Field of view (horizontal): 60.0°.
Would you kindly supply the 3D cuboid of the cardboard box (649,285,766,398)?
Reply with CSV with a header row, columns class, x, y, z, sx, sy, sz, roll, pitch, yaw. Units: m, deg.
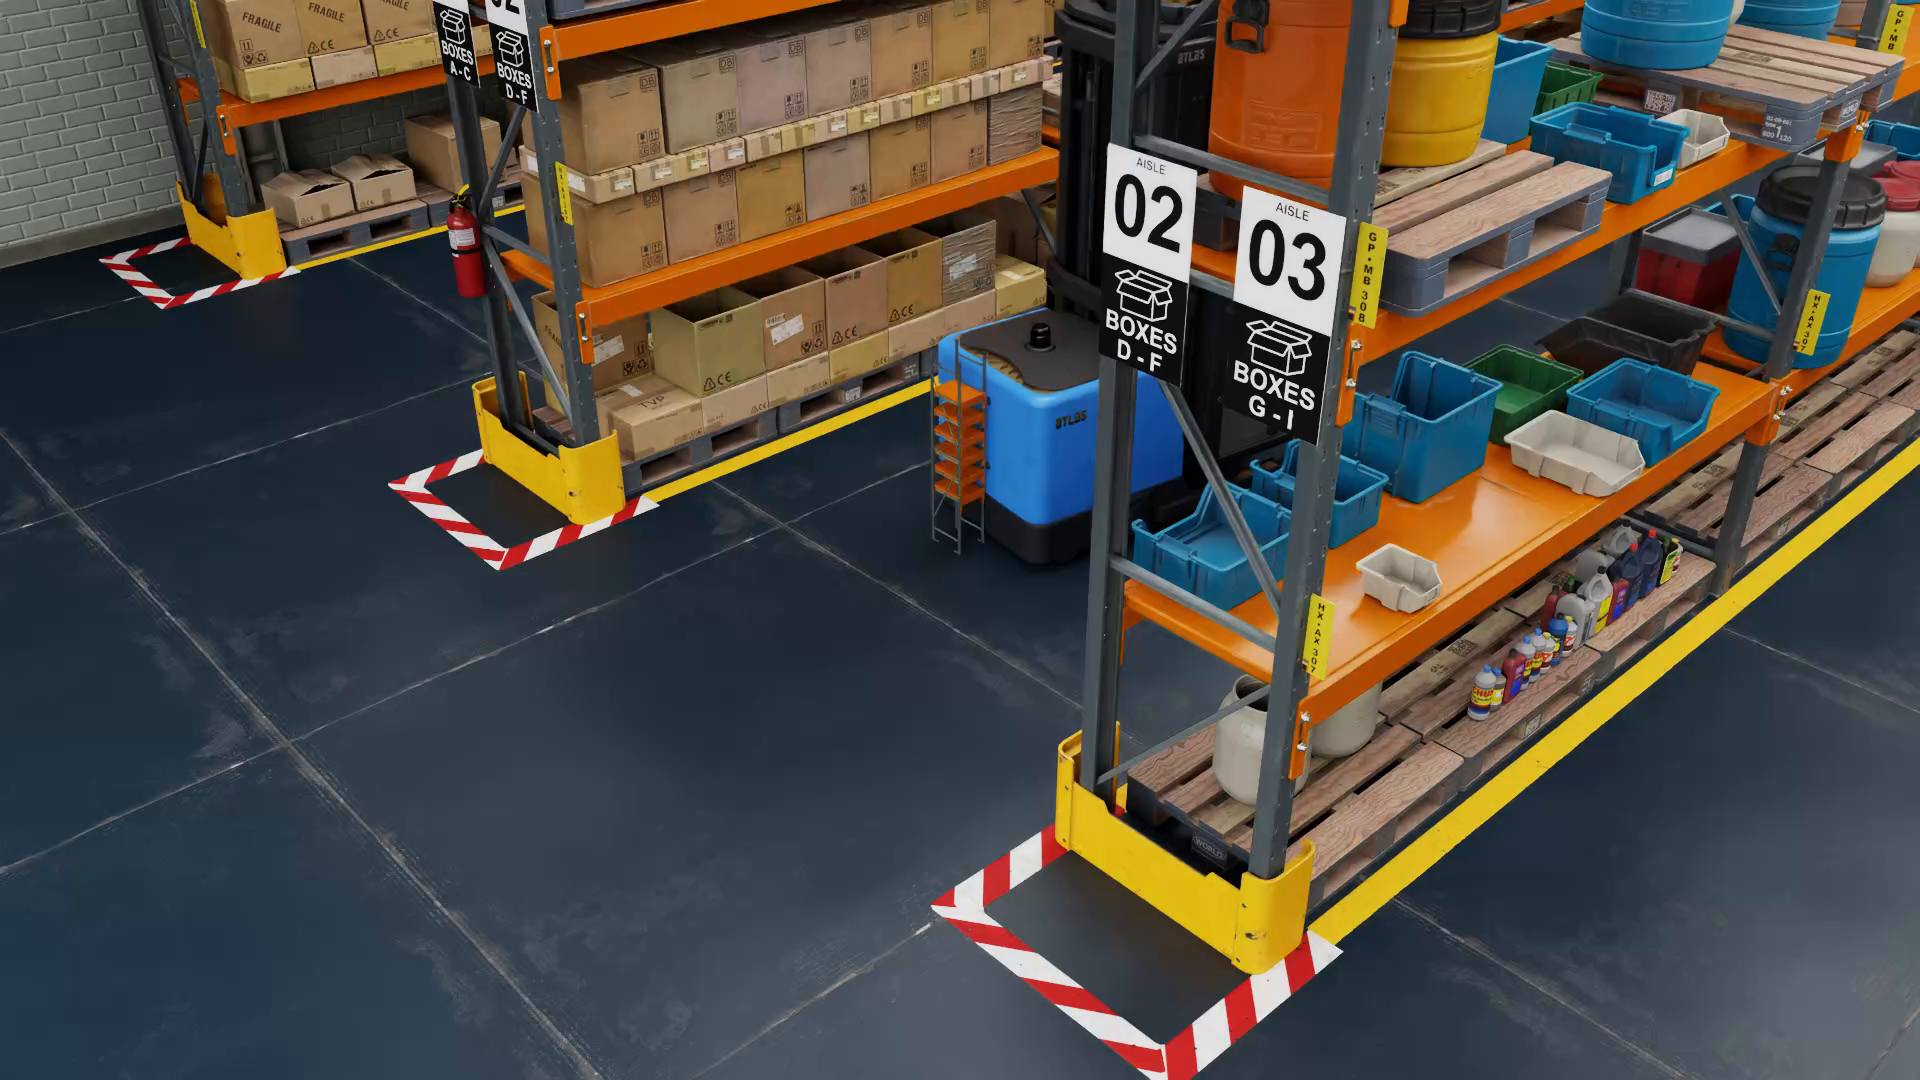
class,x,y,z,sx,sy,sz,roll,pitch,yaw
cardboard box,-1.559,-1.255,10.275,0.500,0.500,0.500,-26,40,-35

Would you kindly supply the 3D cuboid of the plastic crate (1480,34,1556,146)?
class,x,y,z,sx,sy,sz,roll,pitch,yaw
plastic crate,2.090,-1.814,6.815,0.575,0.384,0.392,-26,40,-35

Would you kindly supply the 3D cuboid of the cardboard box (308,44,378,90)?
class,x,y,z,sx,sy,sz,roll,pitch,yaw
cardboard box,-4.895,-3.725,12.925,0.500,0.250,0.500,-27,41,-37

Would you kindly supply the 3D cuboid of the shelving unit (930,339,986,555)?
class,x,y,z,sx,sy,sz,roll,pitch,yaw
shelving unit,-0.011,-0.507,9.263,0.189,1.200,0.258,-26,40,-35

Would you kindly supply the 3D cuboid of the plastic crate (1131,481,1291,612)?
class,x,y,z,sx,sy,sz,roll,pitch,yaw
plastic crate,1.060,0.022,6.815,0.616,0.251,0.499,-26,40,-35

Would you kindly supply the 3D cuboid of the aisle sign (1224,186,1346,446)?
class,x,y,z,sx,sy,sz,roll,pitch,yaw
aisle sign,1.042,-0.721,5.396,0.004,0.787,0.394,-26,40,-35

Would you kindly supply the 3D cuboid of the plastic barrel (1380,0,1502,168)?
class,x,y,z,sx,sy,sz,roll,pitch,yaw
plastic barrel,1.646,-1.741,6.099,0.600,0.588,0.600,0,31,0

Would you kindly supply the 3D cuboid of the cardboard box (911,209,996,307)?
class,x,y,z,sx,sy,sz,roll,pitch,yaw
cardboard box,-0.102,-1.969,11.444,0.500,0.500,0.500,-26,40,-35

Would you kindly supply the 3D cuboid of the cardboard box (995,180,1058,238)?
class,x,y,z,sx,sy,sz,roll,pitch,yaw
cardboard box,0.566,-2.563,12.596,0.500,0.311,0.500,-26,40,-35

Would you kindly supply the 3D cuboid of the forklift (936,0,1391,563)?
class,x,y,z,sx,sy,sz,roll,pitch,yaw
forklift,1.364,-1.709,9.569,3.031,2.935,1.130,-20,37,-29

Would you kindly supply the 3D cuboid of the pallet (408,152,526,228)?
class,x,y,z,sx,sy,sz,roll,pitch,yaw
pallet,-4.270,-3.082,14.421,1.213,0.211,1.003,-26,40,-35

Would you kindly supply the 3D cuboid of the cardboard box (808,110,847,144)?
class,x,y,z,sx,sy,sz,roll,pitch,yaw
cardboard box,-0.907,-2.566,10.189,0.250,0.149,0.380,-25,40,-35

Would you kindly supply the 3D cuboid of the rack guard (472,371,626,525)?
class,x,y,z,sx,sy,sz,roll,pitch,yaw
rack guard,-2.487,-0.570,10.038,0.348,0.500,1.175,-26,40,-35

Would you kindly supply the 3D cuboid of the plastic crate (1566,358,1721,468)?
class,x,y,z,sx,sy,sz,roll,pitch,yaw
plastic crate,3.202,-0.608,7.846,0.616,0.251,0.499,-26,40,-35

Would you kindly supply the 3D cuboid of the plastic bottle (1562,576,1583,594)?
class,x,y,z,sx,sy,sz,roll,pitch,yaw
plastic bottle,3.087,0.294,8.410,0.133,0.283,0.061,-26,40,-35

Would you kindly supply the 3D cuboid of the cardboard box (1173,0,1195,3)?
class,x,y,z,sx,sy,sz,roll,pitch,yaw
cardboard box,2.571,-6.777,19.450,0.750,0.750,0.750,-25,40,-35

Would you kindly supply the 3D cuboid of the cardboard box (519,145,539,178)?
class,x,y,z,sx,sy,sz,roll,pitch,yaw
cardboard box,-2.319,-2.173,9.545,0.250,0.149,0.380,-27,40,-36

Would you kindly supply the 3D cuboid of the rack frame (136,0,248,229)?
class,x,y,z,sx,sy,sz,roll,pitch,yaw
rack frame,-5.840,-3.539,12.497,0.127,3.000,1.000,-26,40,-35

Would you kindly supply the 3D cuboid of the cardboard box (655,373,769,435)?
class,x,y,z,sx,sy,sz,roll,pitch,yaw
cardboard box,-1.561,-0.935,10.472,0.500,0.250,0.500,-26,40,-35

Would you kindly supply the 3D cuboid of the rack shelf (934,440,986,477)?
class,x,y,z,sx,sy,sz,roll,pitch,yaw
rack shelf,-0.011,-0.469,9.286,0.180,0.103,0.258,-26,40,-35

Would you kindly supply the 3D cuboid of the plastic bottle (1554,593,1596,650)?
class,x,y,z,sx,sy,sz,roll,pitch,yaw
plastic bottle,3.053,0.384,8.271,0.135,0.276,0.152,-25,39,-35

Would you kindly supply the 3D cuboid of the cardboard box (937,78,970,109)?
class,x,y,z,sx,sy,sz,roll,pitch,yaw
cardboard box,-0.155,-2.931,10.784,0.250,0.149,0.380,-26,40,-36

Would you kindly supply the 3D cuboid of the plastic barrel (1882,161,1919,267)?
class,x,y,z,sx,sy,sz,roll,pitch,yaw
plastic barrel,5.535,-1.895,9.678,0.433,0.535,0.433,0,31,0

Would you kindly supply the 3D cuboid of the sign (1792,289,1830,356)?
class,x,y,z,sx,sy,sz,roll,pitch,yaw
sign,4.195,-1.072,8.196,0.005,0.325,0.100,-26,40,-35

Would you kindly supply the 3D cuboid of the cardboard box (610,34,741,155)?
class,x,y,z,sx,sy,sz,roll,pitch,yaw
cardboard box,-1.697,-2.610,9.637,0.500,0.500,0.700,-27,41,-37

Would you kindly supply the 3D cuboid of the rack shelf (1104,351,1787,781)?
class,x,y,z,sx,sy,sz,roll,pitch,yaw
rack shelf,2.363,-0.152,7.647,4.000,0.370,1.077,-26,40,-35

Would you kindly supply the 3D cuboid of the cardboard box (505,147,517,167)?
class,x,y,z,sx,sy,sz,roll,pitch,yaw
cardboard box,-4.093,-3.370,14.531,0.380,0.149,0.250,26,40,35

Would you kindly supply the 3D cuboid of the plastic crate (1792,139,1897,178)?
class,x,y,z,sx,sy,sz,roll,pitch,yaw
plastic crate,5.369,-2.158,10.177,0.583,0.464,0.402,-26,40,-35

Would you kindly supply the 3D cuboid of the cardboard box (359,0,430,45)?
class,x,y,z,sx,sy,sz,roll,pitch,yaw
cardboard box,-4.533,-4.210,13.000,0.500,0.500,0.500,-27,41,-37

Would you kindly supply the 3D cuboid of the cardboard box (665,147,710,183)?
class,x,y,z,sx,sy,sz,roll,pitch,yaw
cardboard box,-1.659,-2.204,9.596,0.250,0.149,0.380,-26,40,-35

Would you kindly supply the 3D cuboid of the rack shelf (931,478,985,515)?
class,x,y,z,sx,sy,sz,roll,pitch,yaw
rack shelf,-0.011,-0.264,9.411,0.180,0.103,0.258,-26,40,-35

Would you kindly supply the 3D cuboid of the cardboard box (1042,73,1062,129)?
class,x,y,z,sx,sy,sz,roll,pitch,yaw
cardboard box,0.795,-3.192,12.072,0.500,0.250,0.500,-23,38,-33

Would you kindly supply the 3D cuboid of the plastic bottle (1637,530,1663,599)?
class,x,y,z,sx,sy,sz,roll,pitch,yaw
plastic bottle,3.553,0.113,8.642,0.185,0.351,0.144,-27,41,-37

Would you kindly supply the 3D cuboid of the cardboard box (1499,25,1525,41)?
class,x,y,z,sx,sy,sz,roll,pitch,yaw
cardboard box,5.077,-4.910,15.994,0.500,0.250,0.500,-26,40,-35

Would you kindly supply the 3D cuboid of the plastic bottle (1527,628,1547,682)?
class,x,y,z,sx,sy,sz,roll,pitch,yaw
plastic bottle,2.762,0.546,8.010,0.097,0.271,0.097,0,31,0

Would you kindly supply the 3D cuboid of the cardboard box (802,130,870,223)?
class,x,y,z,sx,sy,sz,roll,pitch,yaw
cardboard box,-0.985,-2.399,10.536,0.500,0.500,0.700,-24,39,-34

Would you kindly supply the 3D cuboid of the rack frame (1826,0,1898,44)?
class,x,y,z,sx,sy,sz,roll,pitch,yaw
rack frame,3.829,-3.727,7.054,0.127,3.000,1.000,-26,40,-35

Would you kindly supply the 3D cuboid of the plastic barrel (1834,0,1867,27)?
class,x,y,z,sx,sy,sz,roll,pitch,yaw
plastic barrel,4.534,-3.157,8.516,0.600,0.901,0.600,0,31,0

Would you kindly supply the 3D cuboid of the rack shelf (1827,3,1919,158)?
class,x,y,z,sx,sy,sz,roll,pitch,yaw
rack shelf,5.296,-2.850,9.184,4.000,0.370,1.077,-26,40,-35

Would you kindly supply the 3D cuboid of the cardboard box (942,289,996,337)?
class,x,y,z,sx,sy,sz,roll,pitch,yaw
cardboard box,-0.101,-1.649,11.638,0.500,0.250,0.500,-26,40,-35

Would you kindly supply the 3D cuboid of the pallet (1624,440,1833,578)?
class,x,y,z,sx,sy,sz,roll,pitch,yaw
pallet,4.379,-0.272,9.826,1.213,0.211,1.003,-26,40,-35

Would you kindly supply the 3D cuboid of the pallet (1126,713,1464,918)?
class,x,y,z,sx,sy,sz,roll,pitch,yaw
pallet,1.519,1.109,7.568,1.213,0.211,1.003,-26,40,-35

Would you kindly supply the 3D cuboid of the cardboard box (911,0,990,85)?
class,x,y,z,sx,sy,sz,roll,pitch,yaw
cardboard box,-0.227,-3.321,10.800,0.500,0.500,0.700,-26,40,-36

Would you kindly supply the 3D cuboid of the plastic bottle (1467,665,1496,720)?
class,x,y,z,sx,sy,sz,roll,pitch,yaw
plastic bottle,2.437,0.703,7.753,0.097,0.271,0.097,0,31,0

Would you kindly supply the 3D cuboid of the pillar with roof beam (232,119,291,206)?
class,x,y,z,sx,sy,sz,roll,pitch,yaw
pillar with roof beam,-2.988,-5.031,9.186,0.400,9.000,9.100,-26,40,-35

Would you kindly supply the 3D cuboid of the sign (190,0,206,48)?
class,x,y,z,sx,sy,sz,roll,pitch,yaw
sign,-5.471,-3.701,11.932,0.005,0.325,0.100,-26,40,-35

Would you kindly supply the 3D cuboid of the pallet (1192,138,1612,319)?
class,x,y,z,sx,sy,sz,roll,pitch,yaw
pallet,1.569,-1.204,5.984,1.213,0.211,1.003,-26,40,-35

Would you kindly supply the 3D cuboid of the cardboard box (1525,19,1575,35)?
class,x,y,z,sx,sy,sz,roll,pitch,yaw
cardboard box,5.810,-4.945,16.770,0.500,0.500,0.500,27,41,37

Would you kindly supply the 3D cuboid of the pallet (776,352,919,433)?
class,x,y,z,sx,sy,sz,roll,pitch,yaw
pallet,-1.043,-1.174,11.301,1.213,0.211,1.003,-26,40,-35
